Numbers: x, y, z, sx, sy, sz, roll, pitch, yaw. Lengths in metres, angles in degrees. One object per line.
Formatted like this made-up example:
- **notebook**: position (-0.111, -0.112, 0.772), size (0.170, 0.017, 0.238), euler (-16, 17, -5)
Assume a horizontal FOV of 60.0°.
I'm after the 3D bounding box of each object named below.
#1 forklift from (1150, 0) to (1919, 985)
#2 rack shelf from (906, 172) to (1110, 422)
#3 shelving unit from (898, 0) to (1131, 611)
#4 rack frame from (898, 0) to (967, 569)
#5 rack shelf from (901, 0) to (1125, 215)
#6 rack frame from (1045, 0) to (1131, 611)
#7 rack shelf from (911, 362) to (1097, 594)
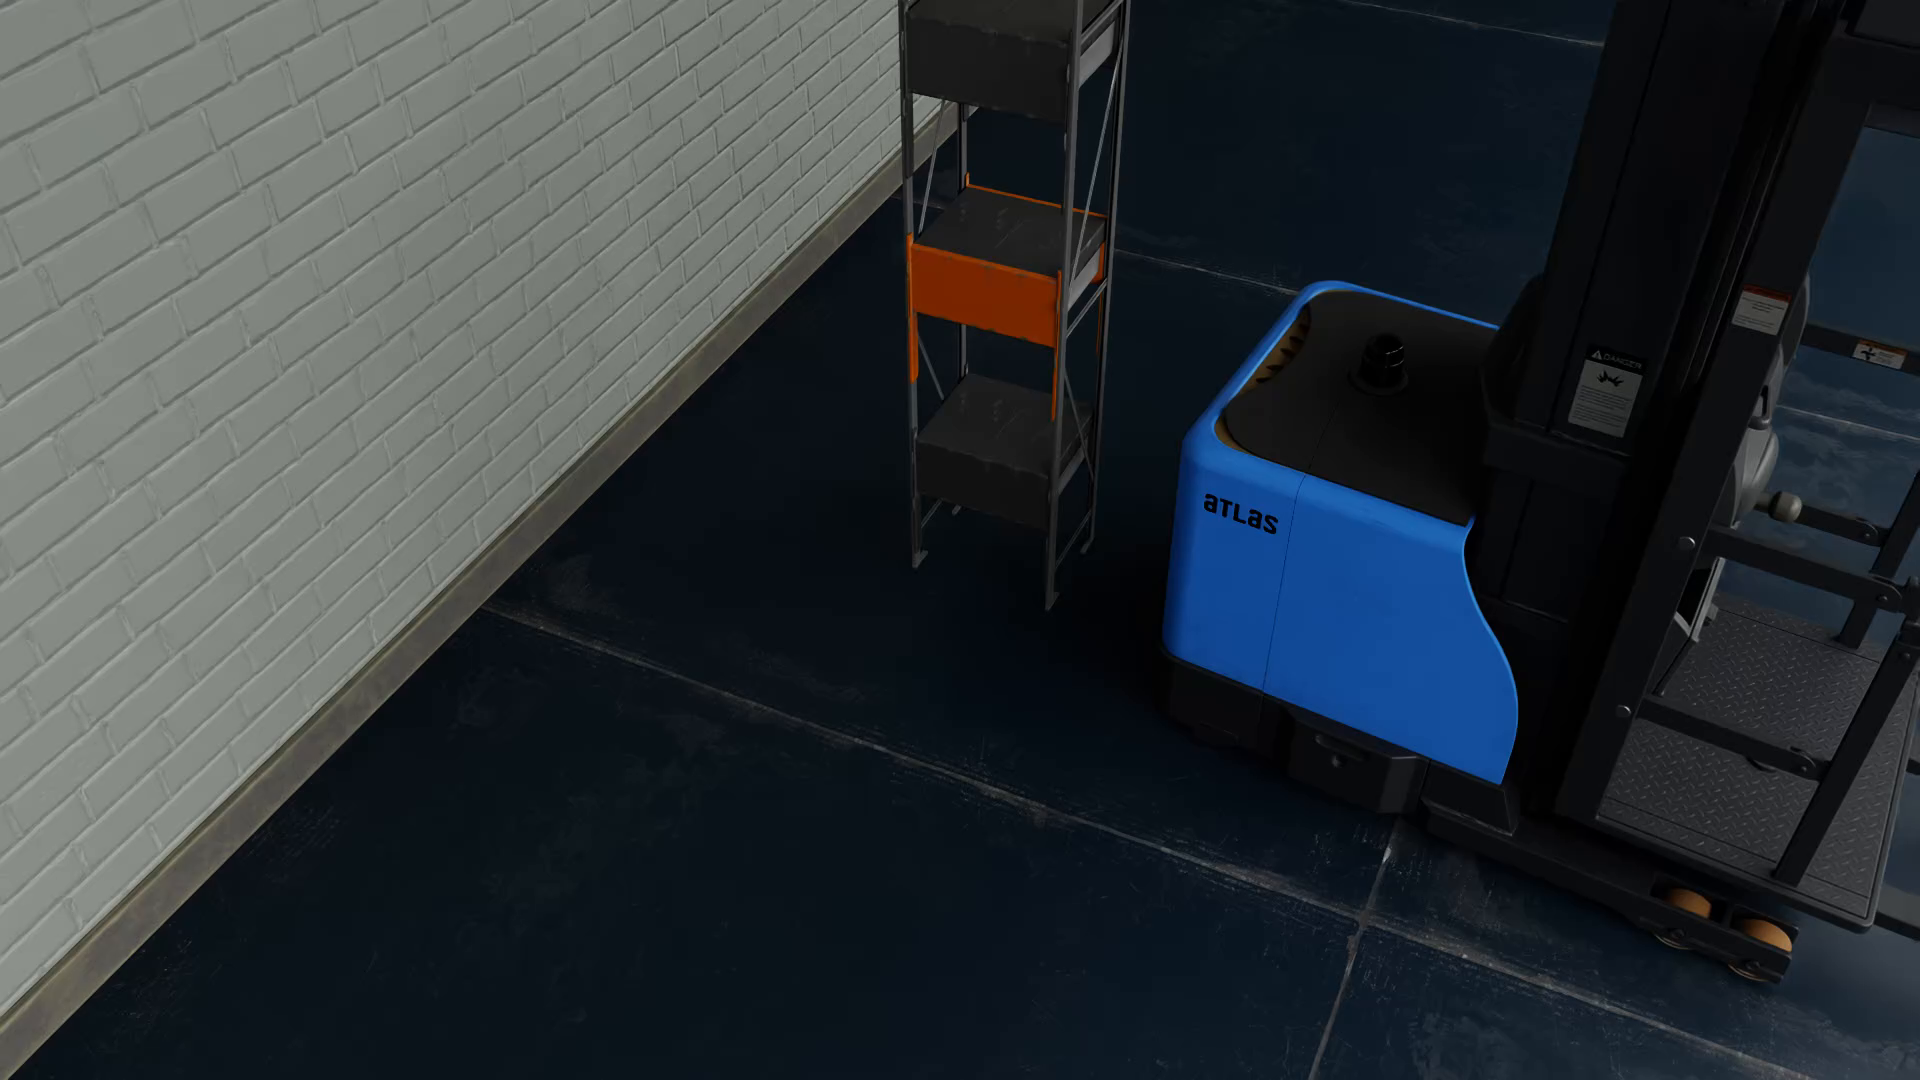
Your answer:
- **forklift**: position (2.114, -0.344, 3.909), size (3.031, 2.935, 1.130), euler (21, 45, 23)
- **rack shelf**: position (0.150, -0.737, 5.018), size (0.480, 0.518, 0.431), euler (17, 44, 19)
- **shelving unit**: position (0.150, -0.748, 5.009), size (0.503, 2.100, 0.431), euler (17, 44, 19)
- **rack frame**: position (-0.071, -0.815, 5.087), size (0.015, 2.100, 0.400), euler (17, 44, 19)
- **rack shelf**: position (0.150, -1.266, 4.560), size (0.480, 0.518, 0.431), euler (17, 44, 19)
- **rack frame**: position (0.371, -0.680, 4.931), size (0.015, 2.100, 0.400), euler (17, 44, 19)
- **rack shelf**: position (0.150, -0.208, 5.477), size (0.480, 0.518, 0.431), euler (17, 44, 19)
